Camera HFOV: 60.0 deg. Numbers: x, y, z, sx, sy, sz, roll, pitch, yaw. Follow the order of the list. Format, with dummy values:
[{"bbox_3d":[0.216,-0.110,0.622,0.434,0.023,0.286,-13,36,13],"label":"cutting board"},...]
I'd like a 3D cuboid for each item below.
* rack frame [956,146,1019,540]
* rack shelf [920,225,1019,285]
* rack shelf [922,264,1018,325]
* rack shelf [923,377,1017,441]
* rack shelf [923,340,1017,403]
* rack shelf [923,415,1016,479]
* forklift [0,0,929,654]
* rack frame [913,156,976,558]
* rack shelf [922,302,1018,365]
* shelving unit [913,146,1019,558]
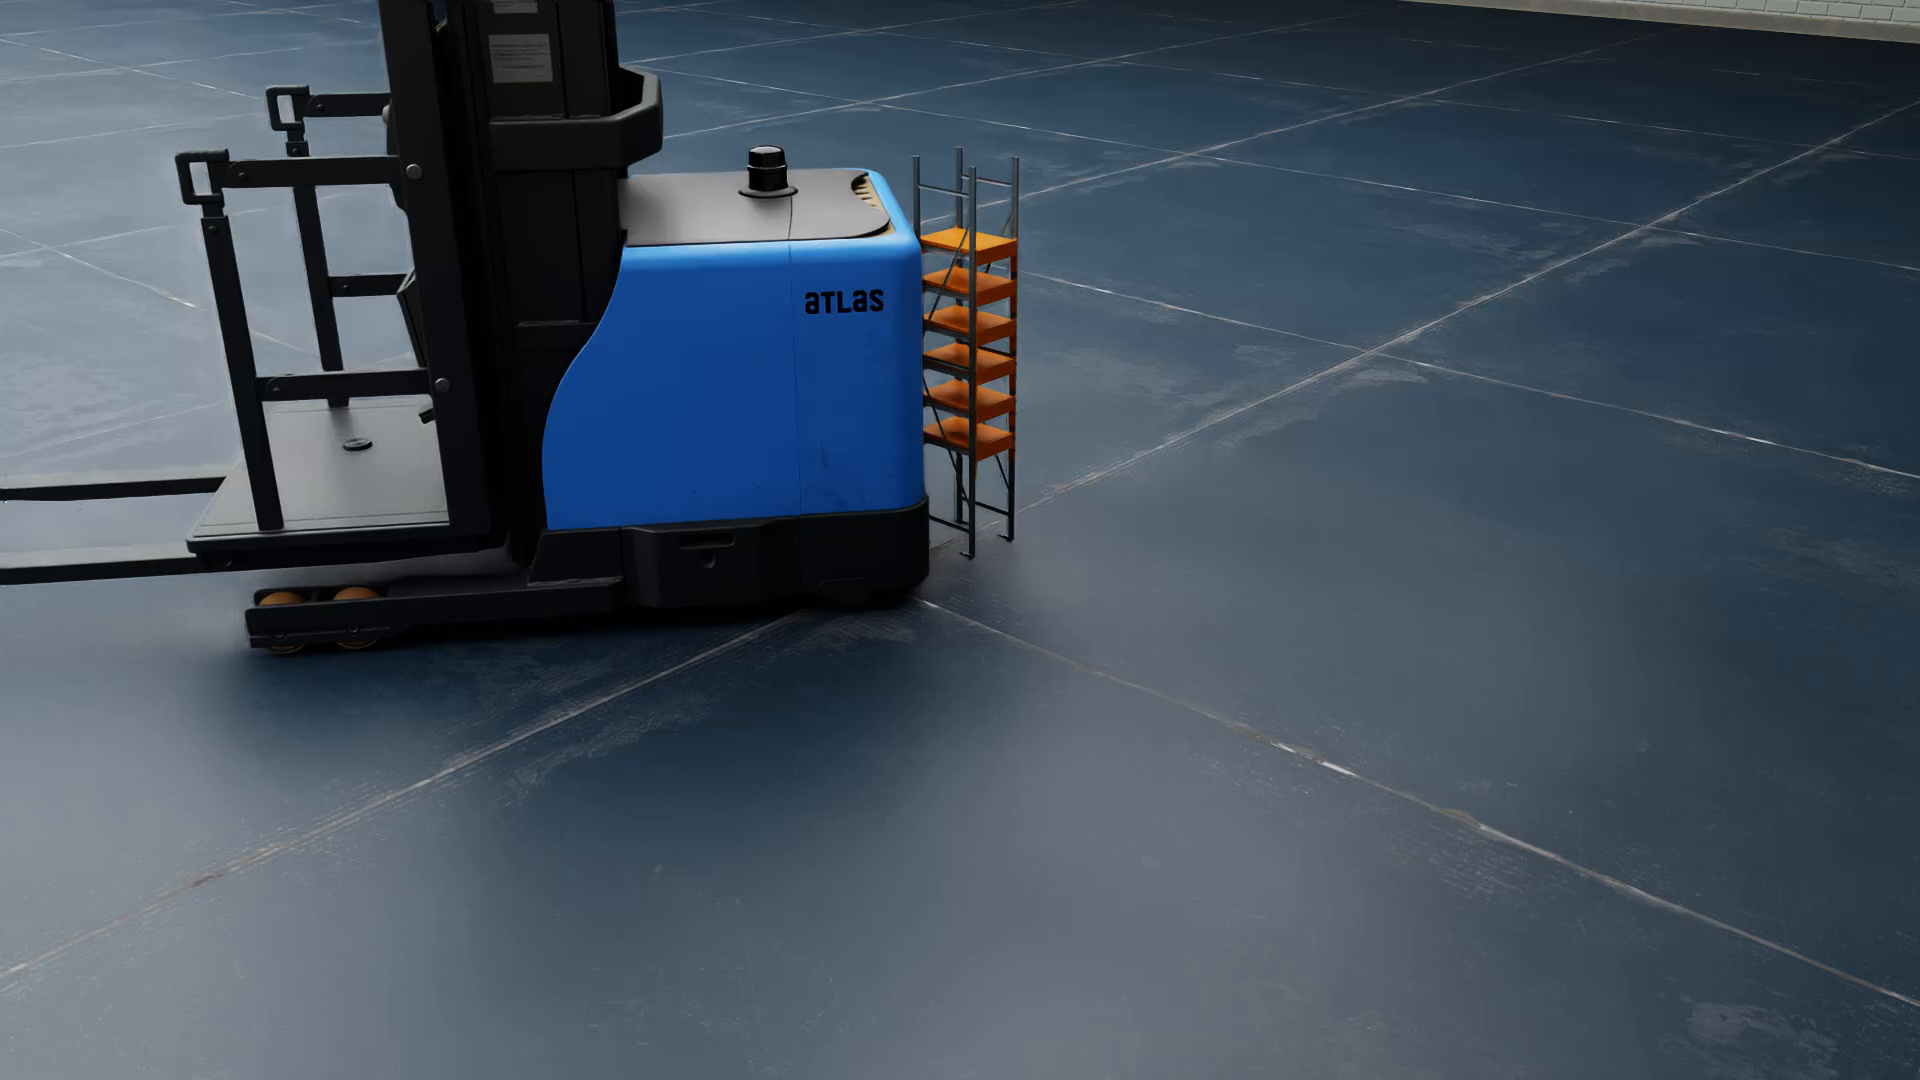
[{"bbox_3d":[0.079,-0.580,5.076,0.240,1.200,0.006,20,31,38],"label":"rack frame"},{"bbox_3d":[0.017,-0.840,4.886,0.258,0.103,0.180,20,31,38],"label":"rack shelf"},{"bbox_3d":[0.017,-0.731,4.935,0.258,0.103,0.180,20,31,38],"label":"rack shelf"},{"bbox_3d":[0.018,-0.402,5.081,0.258,0.103,0.180,20,31,38],"label":"rack shelf"},{"bbox_3d":[0.017,-0.512,5.033,0.258,0.103,0.180,20,31,38],"label":"rack shelf"},{"bbox_3d":[0.018,-0.293,5.130,0.258,0.103,0.180,20,31,38],"label":"rack shelf"},{"bbox_3d":[-1.653,-1.257,4.471,3.031,2.935,1.130,-4,24,-8],"label":"forklift"},{"bbox_3d":[-0.045,-0.525,4.953,0.240,1.200,0.006,20,31,38],"label":"rack frame"},{"bbox_3d":[0.017,-0.621,4.984,0.258,0.103,0.180,20,31,38],"label":"rack shelf"},{"bbox_3d":[0.017,-0.552,5.014,0.258,1.200,0.189,20,31,38],"label":"shelving unit"}]
